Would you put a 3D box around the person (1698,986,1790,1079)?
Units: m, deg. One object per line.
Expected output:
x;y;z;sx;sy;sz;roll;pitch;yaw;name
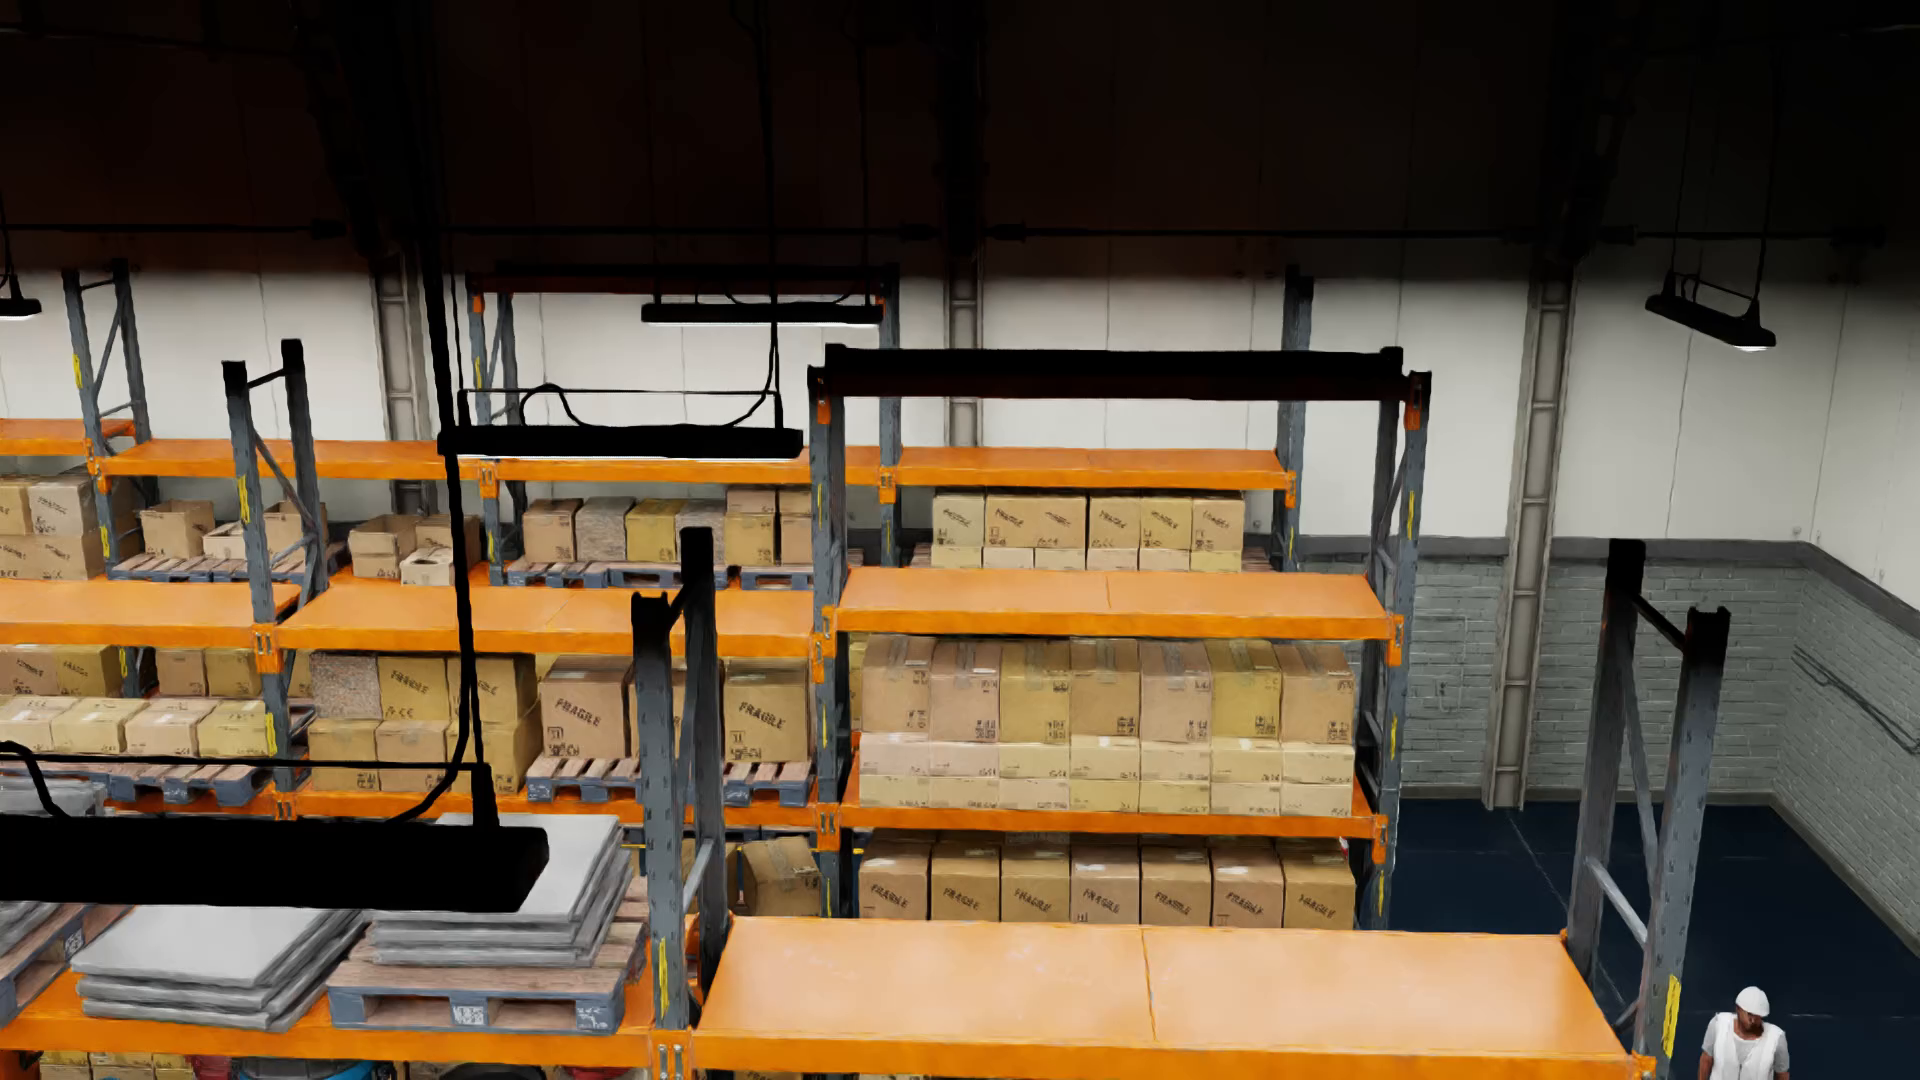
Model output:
5.526;3.961;11.716;0.708;1.779;0.531;11;20;34;person
